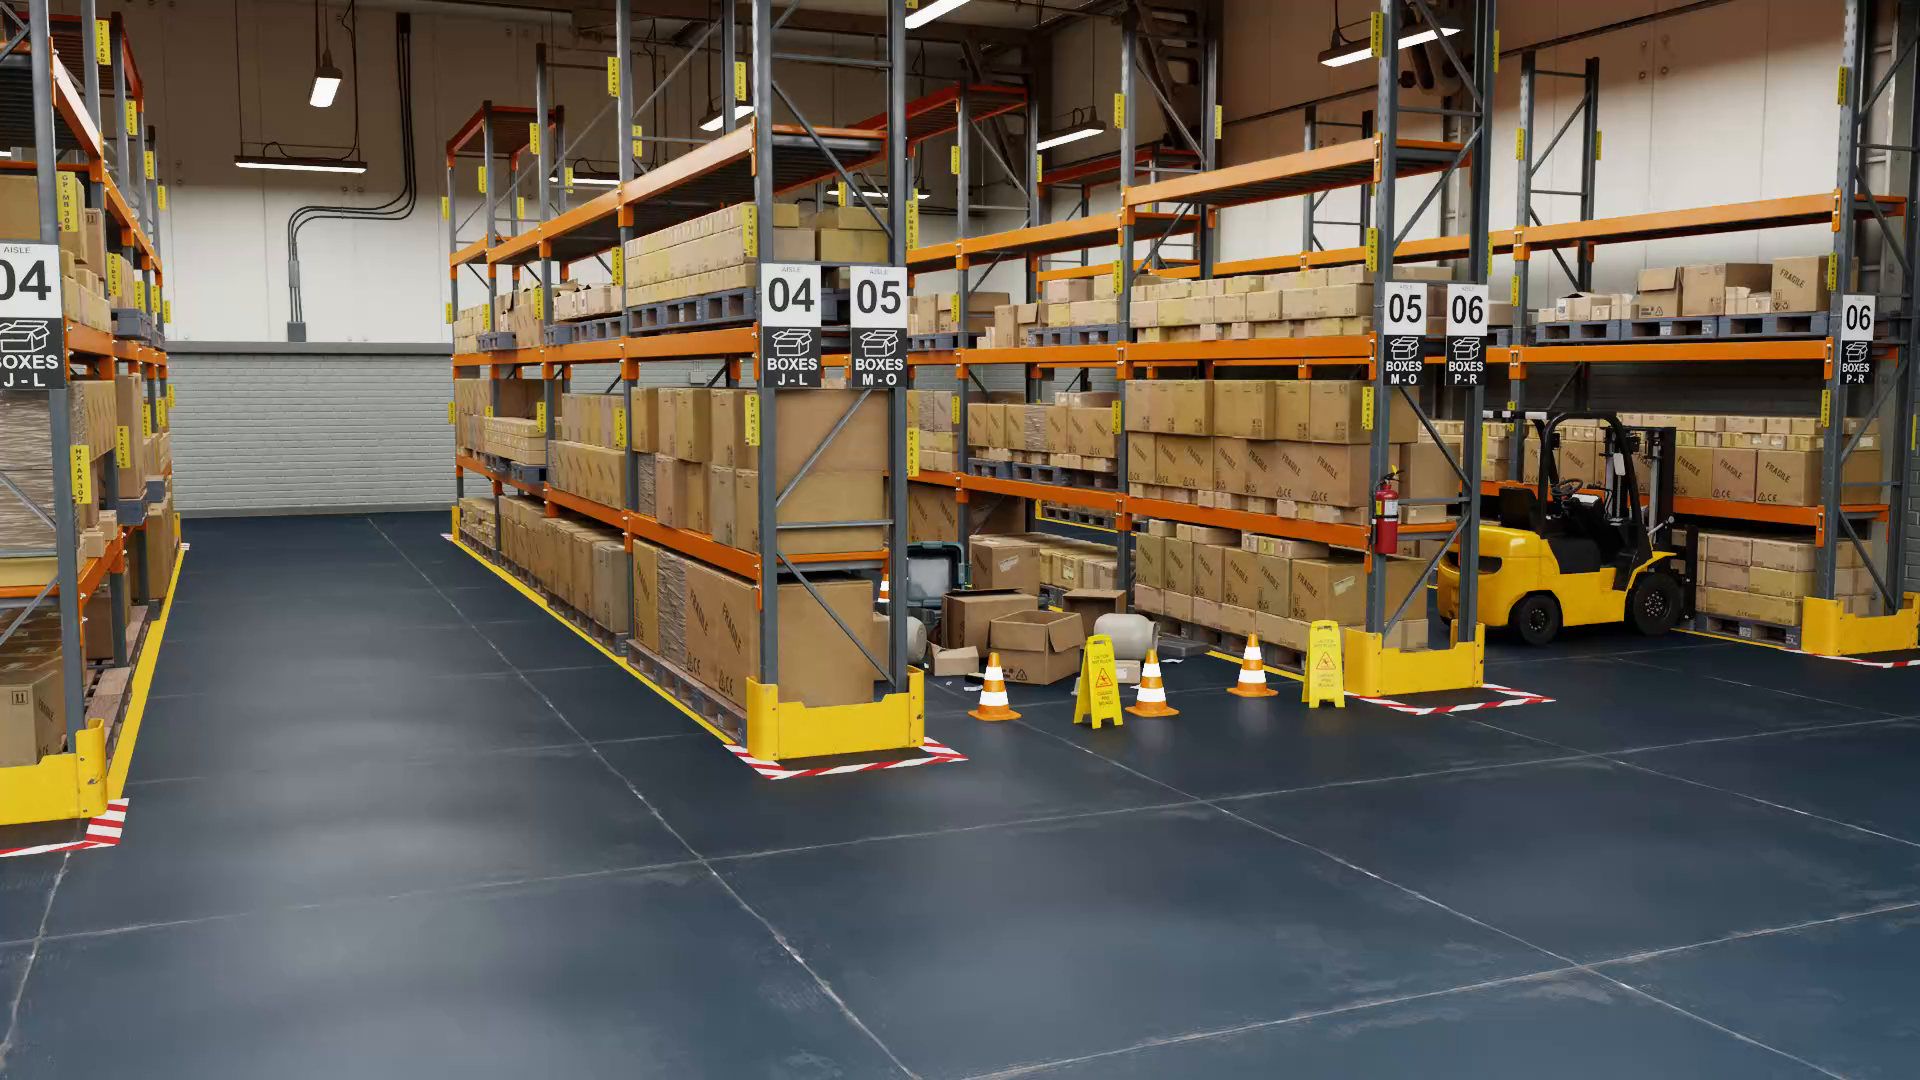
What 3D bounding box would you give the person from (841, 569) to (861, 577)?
[{"bbox_3d":[-1.291,-0.118,18.477,0.482,1.580,0.347,-3,6,-27],"label":"person"}]
